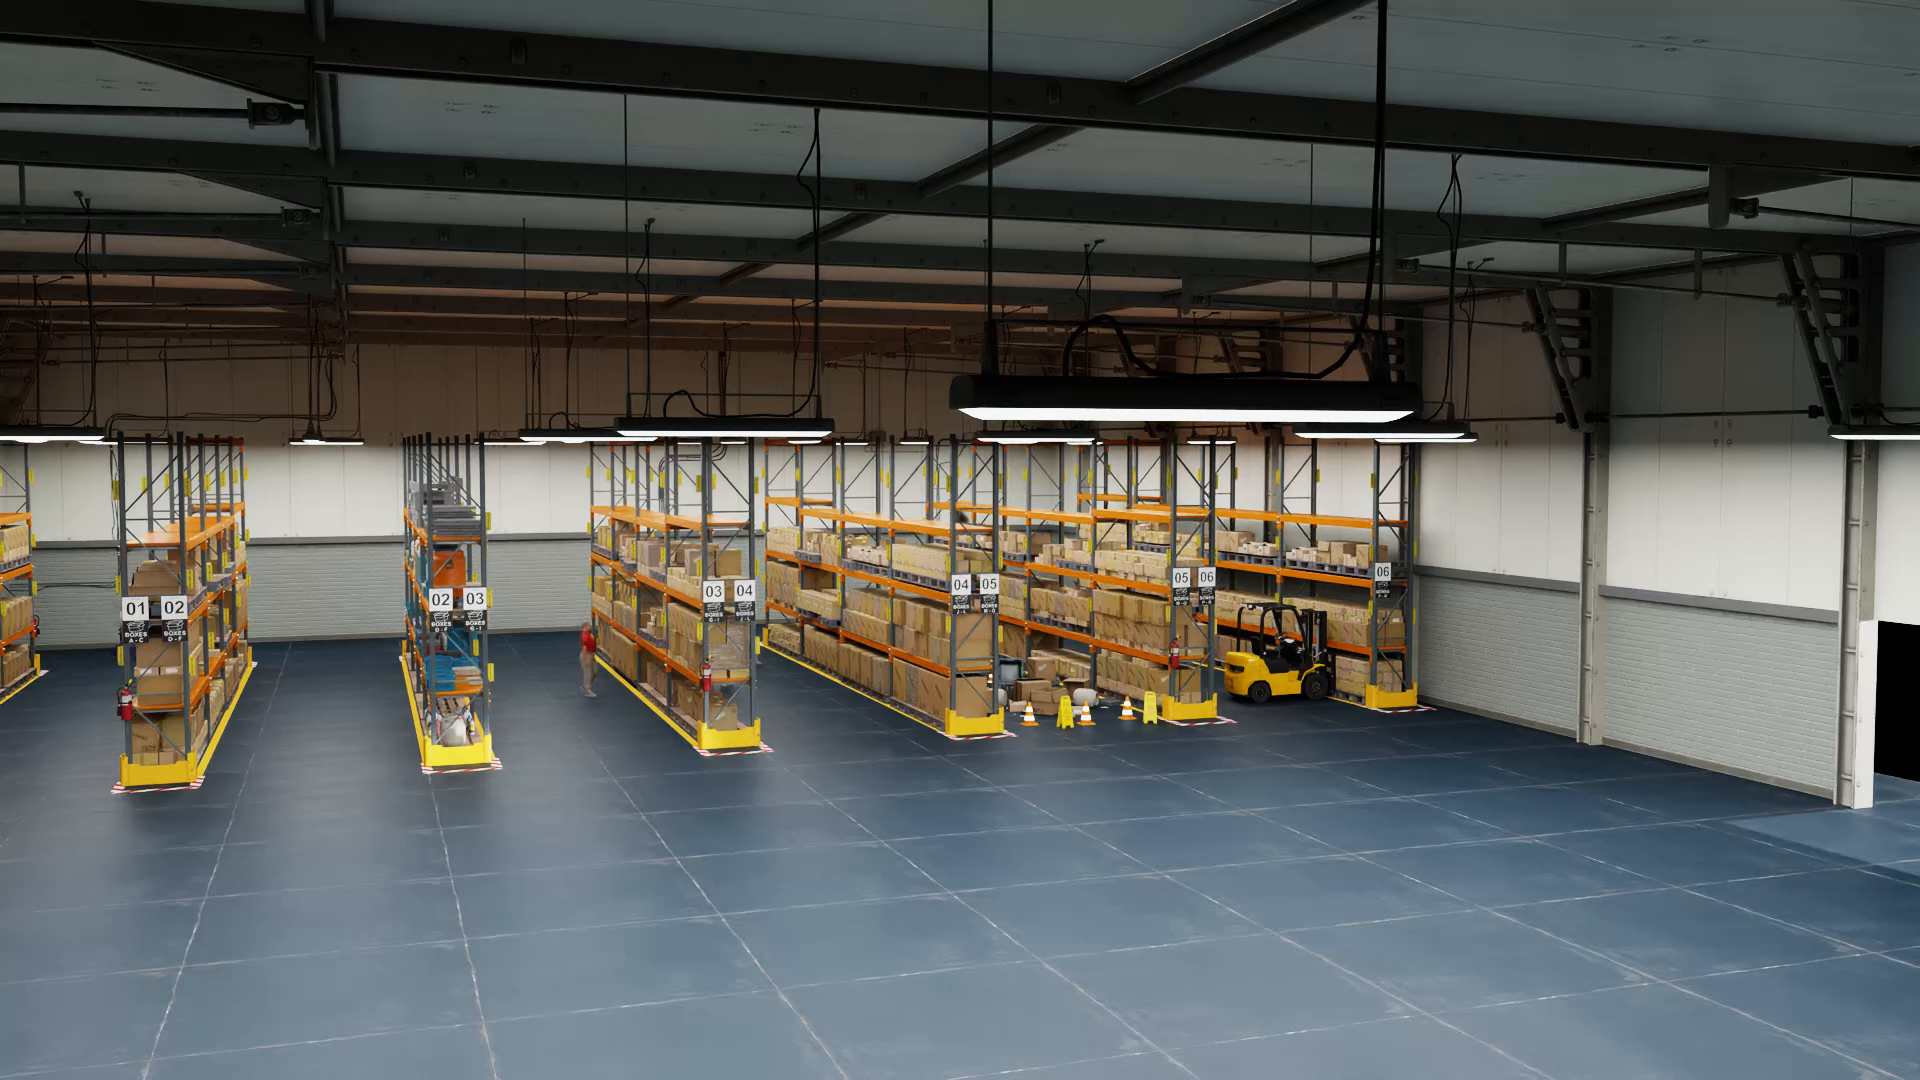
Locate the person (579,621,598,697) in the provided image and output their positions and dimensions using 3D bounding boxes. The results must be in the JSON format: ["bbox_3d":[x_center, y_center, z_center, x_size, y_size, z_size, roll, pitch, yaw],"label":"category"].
[{"bbox_3d":[-8.606,2.747,38.434,0.516,1.753,0.609,0,3,3],"label":"person"}]

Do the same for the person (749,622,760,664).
[{"bbox_3d":[-5.584,2.417,44.054,0.561,1.768,0.581,0,3,8],"label":"person"}]

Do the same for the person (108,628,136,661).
[{"bbox_3d":[-22.272,2.452,44.427,0.865,1.599,0.484,0,3,-1],"label":"person"}]
